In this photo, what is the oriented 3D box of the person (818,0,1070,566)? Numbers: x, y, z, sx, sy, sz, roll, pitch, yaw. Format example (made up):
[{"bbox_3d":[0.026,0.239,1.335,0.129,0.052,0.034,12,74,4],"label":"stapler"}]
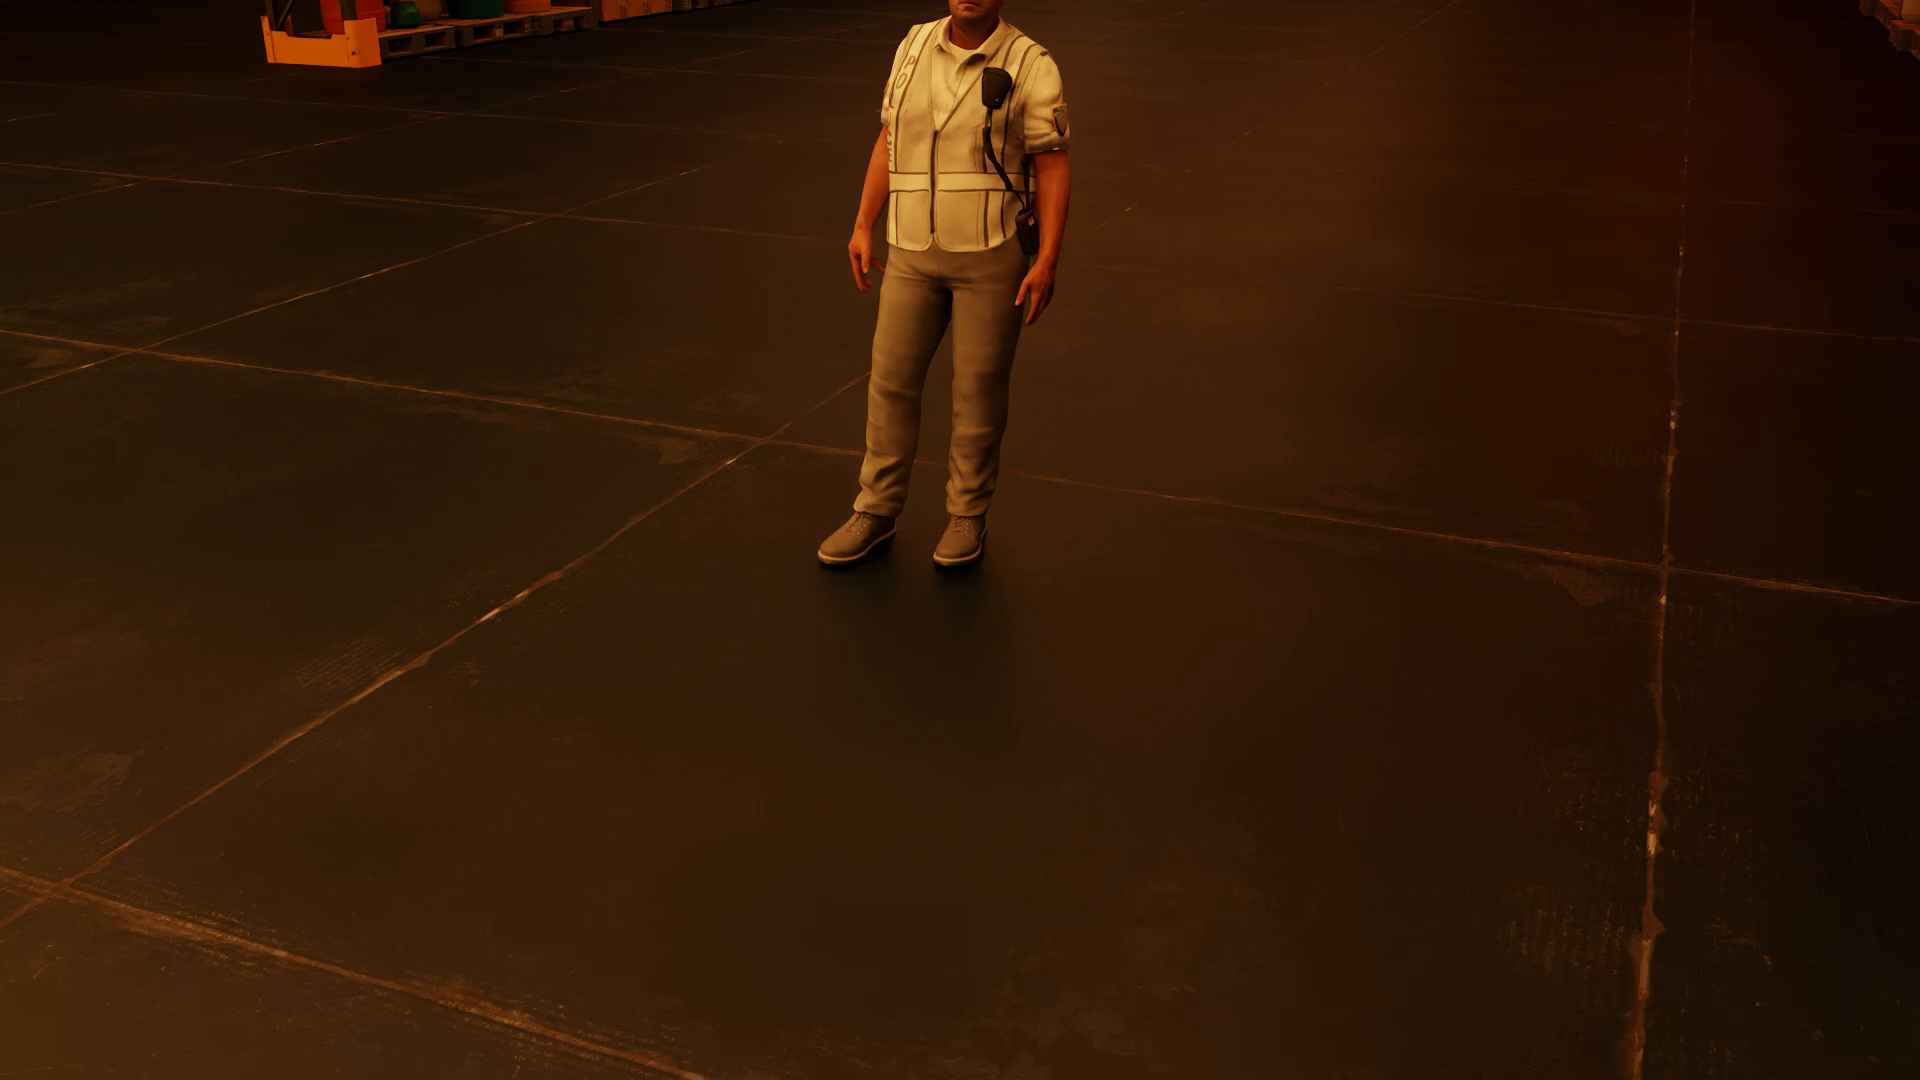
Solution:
[{"bbox_3d":[-0.041,-0.803,4.685,0.640,1.781,0.575,9,24,21],"label":"person"}]
